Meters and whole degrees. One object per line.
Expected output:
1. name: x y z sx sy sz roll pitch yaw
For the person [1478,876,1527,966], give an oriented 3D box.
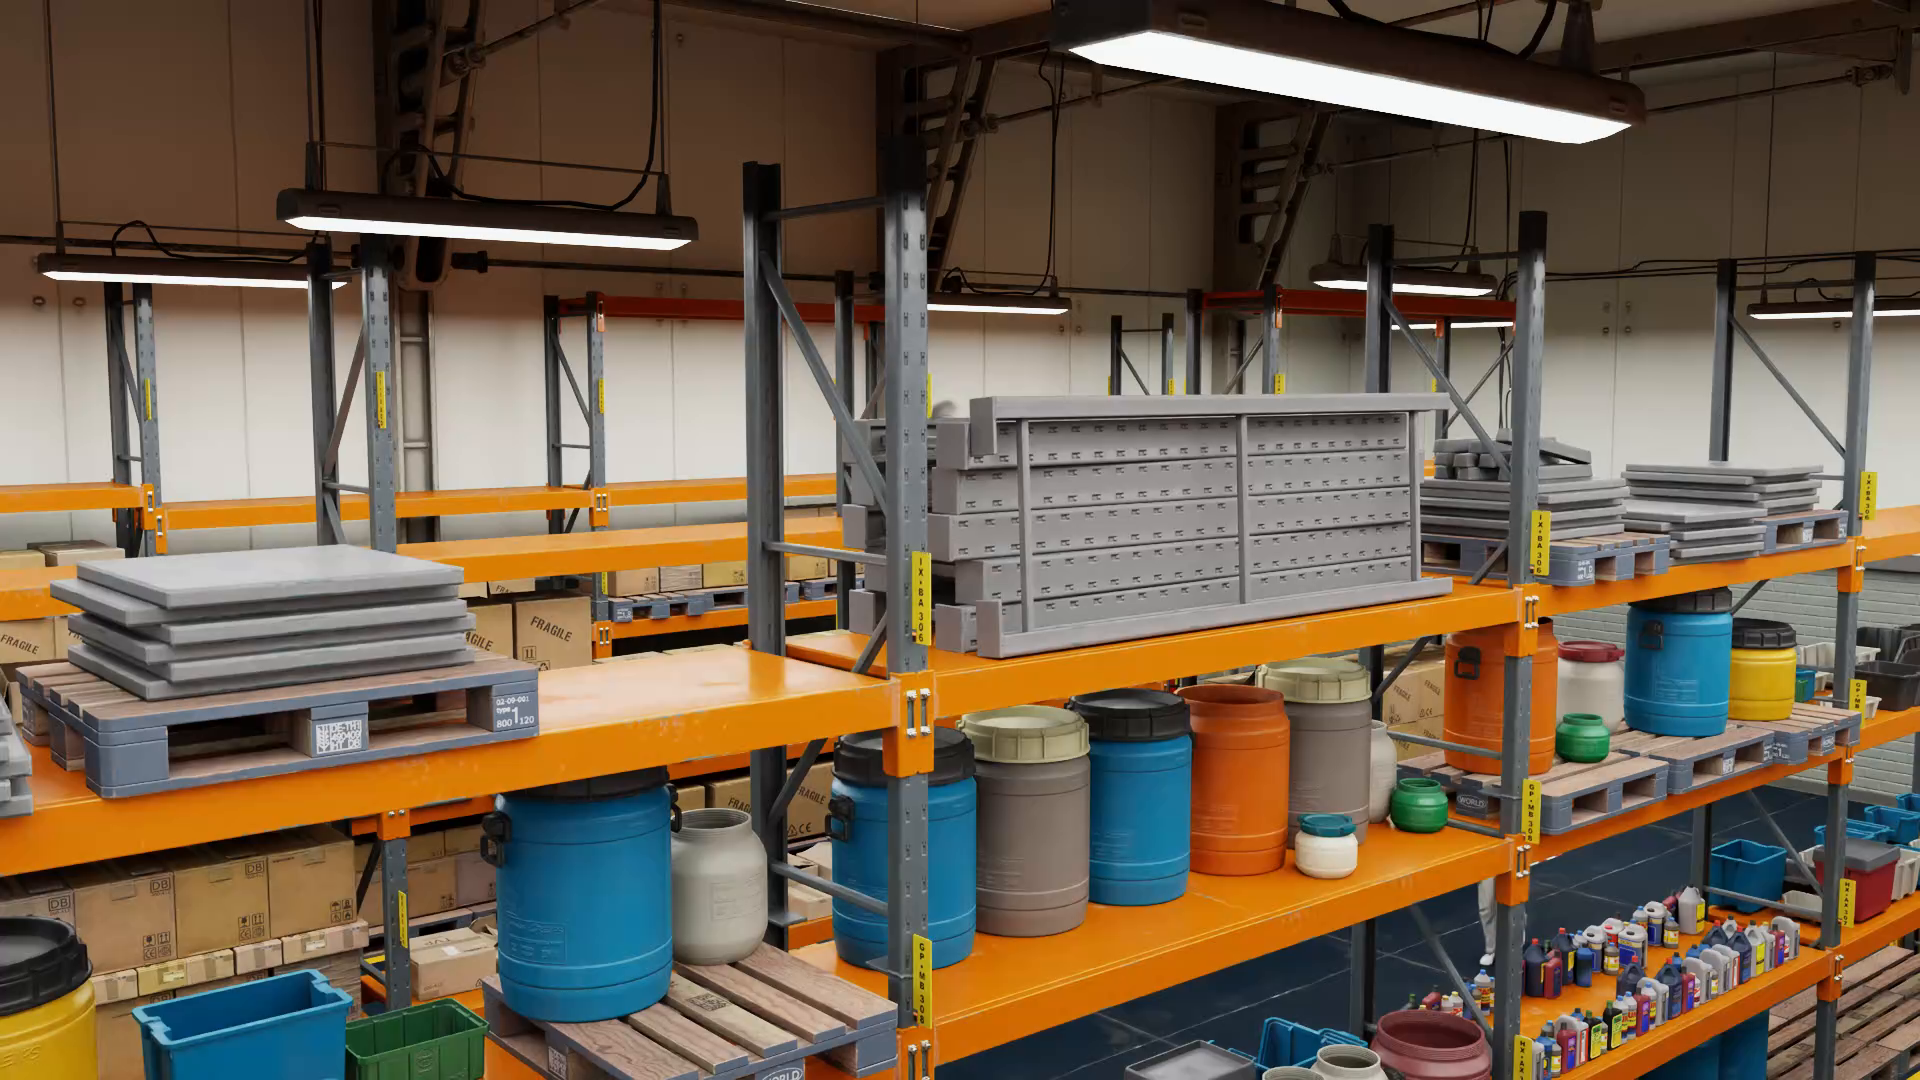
1. person: 4.828 2.934 14.870 0.580 1.631 0.685 5 7 40
